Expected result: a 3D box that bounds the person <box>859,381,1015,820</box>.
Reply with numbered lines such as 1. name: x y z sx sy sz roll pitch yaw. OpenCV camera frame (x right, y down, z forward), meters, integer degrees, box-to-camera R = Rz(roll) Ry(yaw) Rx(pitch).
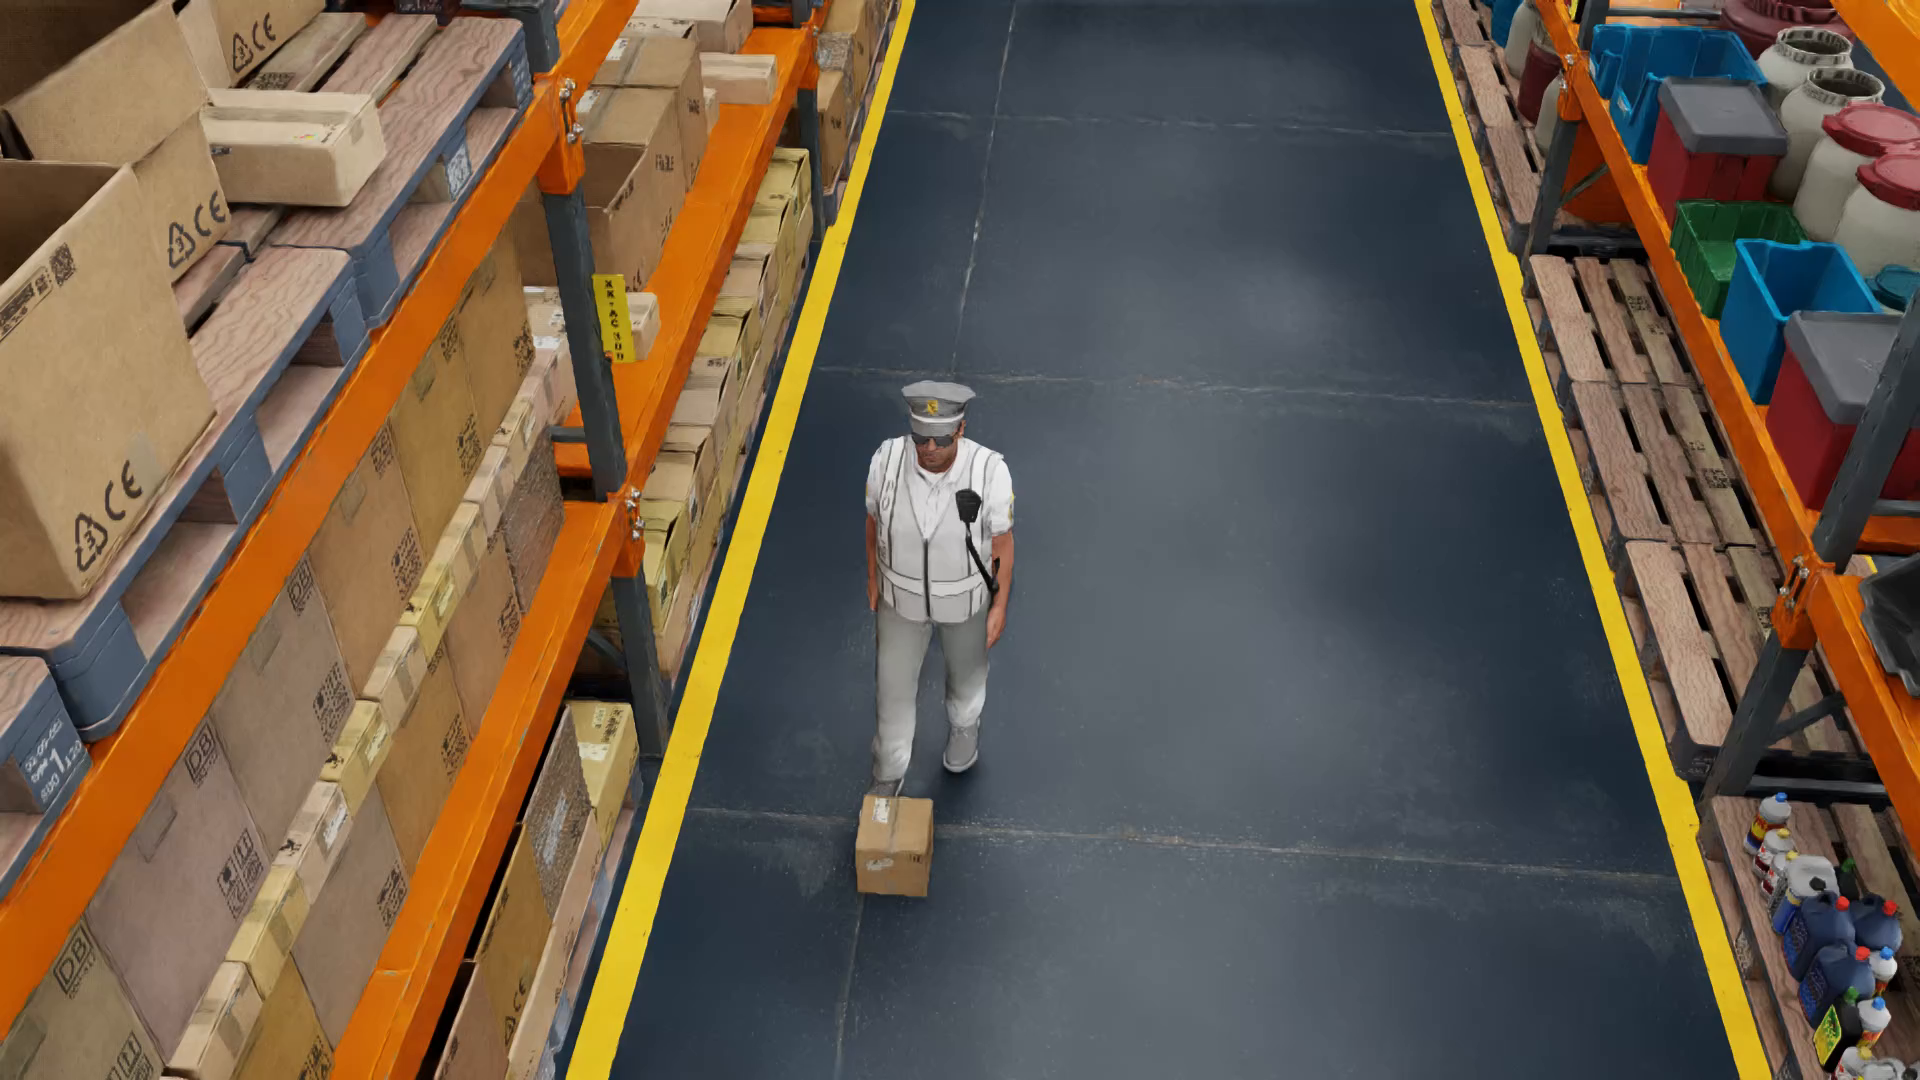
1. person: -0.092 0.238 5.843 0.539 1.760 0.683 5 40 5
